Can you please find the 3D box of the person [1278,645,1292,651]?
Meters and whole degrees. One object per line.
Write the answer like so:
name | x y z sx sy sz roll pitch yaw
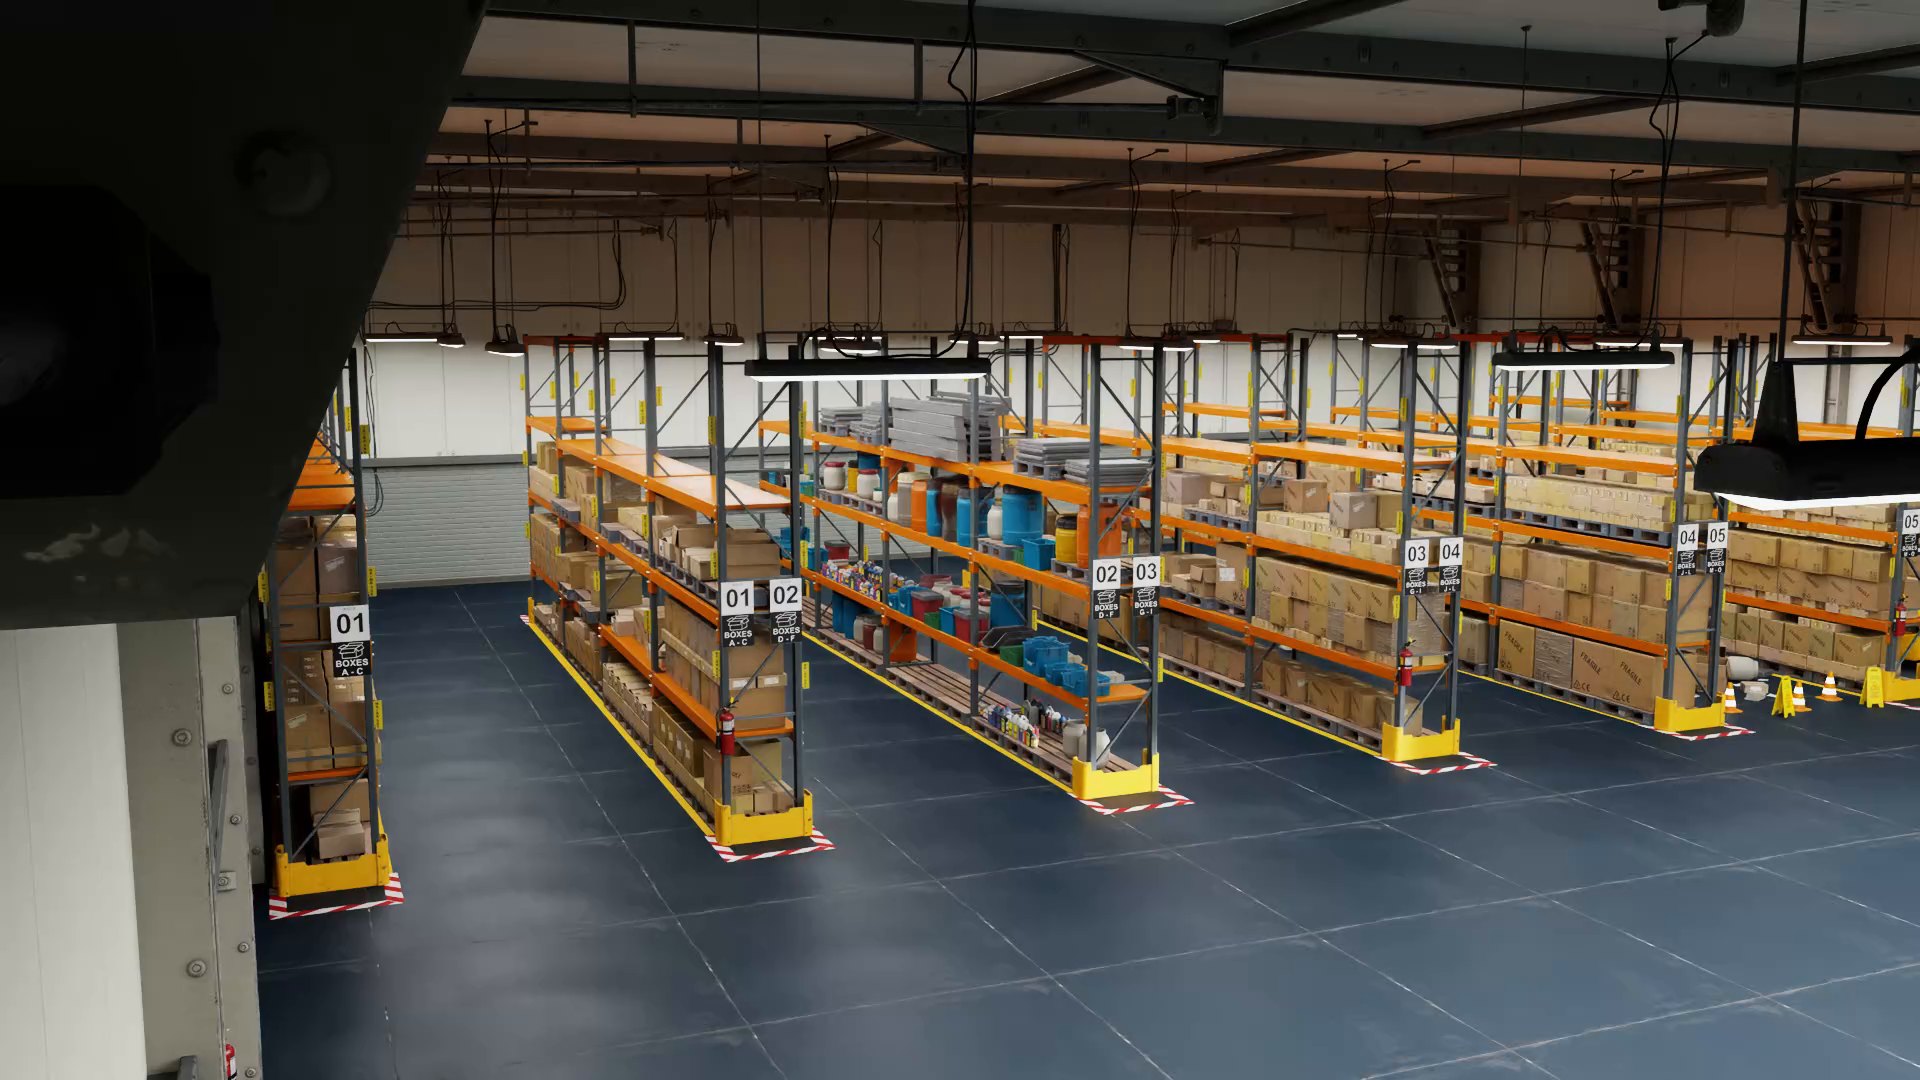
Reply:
person | 6.391 1.239 31.780 0.476 1.776 0.628 -1 8 -11

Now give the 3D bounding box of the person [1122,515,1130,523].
person | 3.941 -0.029 41.239 0.626 1.751 0.761 3 8 22
